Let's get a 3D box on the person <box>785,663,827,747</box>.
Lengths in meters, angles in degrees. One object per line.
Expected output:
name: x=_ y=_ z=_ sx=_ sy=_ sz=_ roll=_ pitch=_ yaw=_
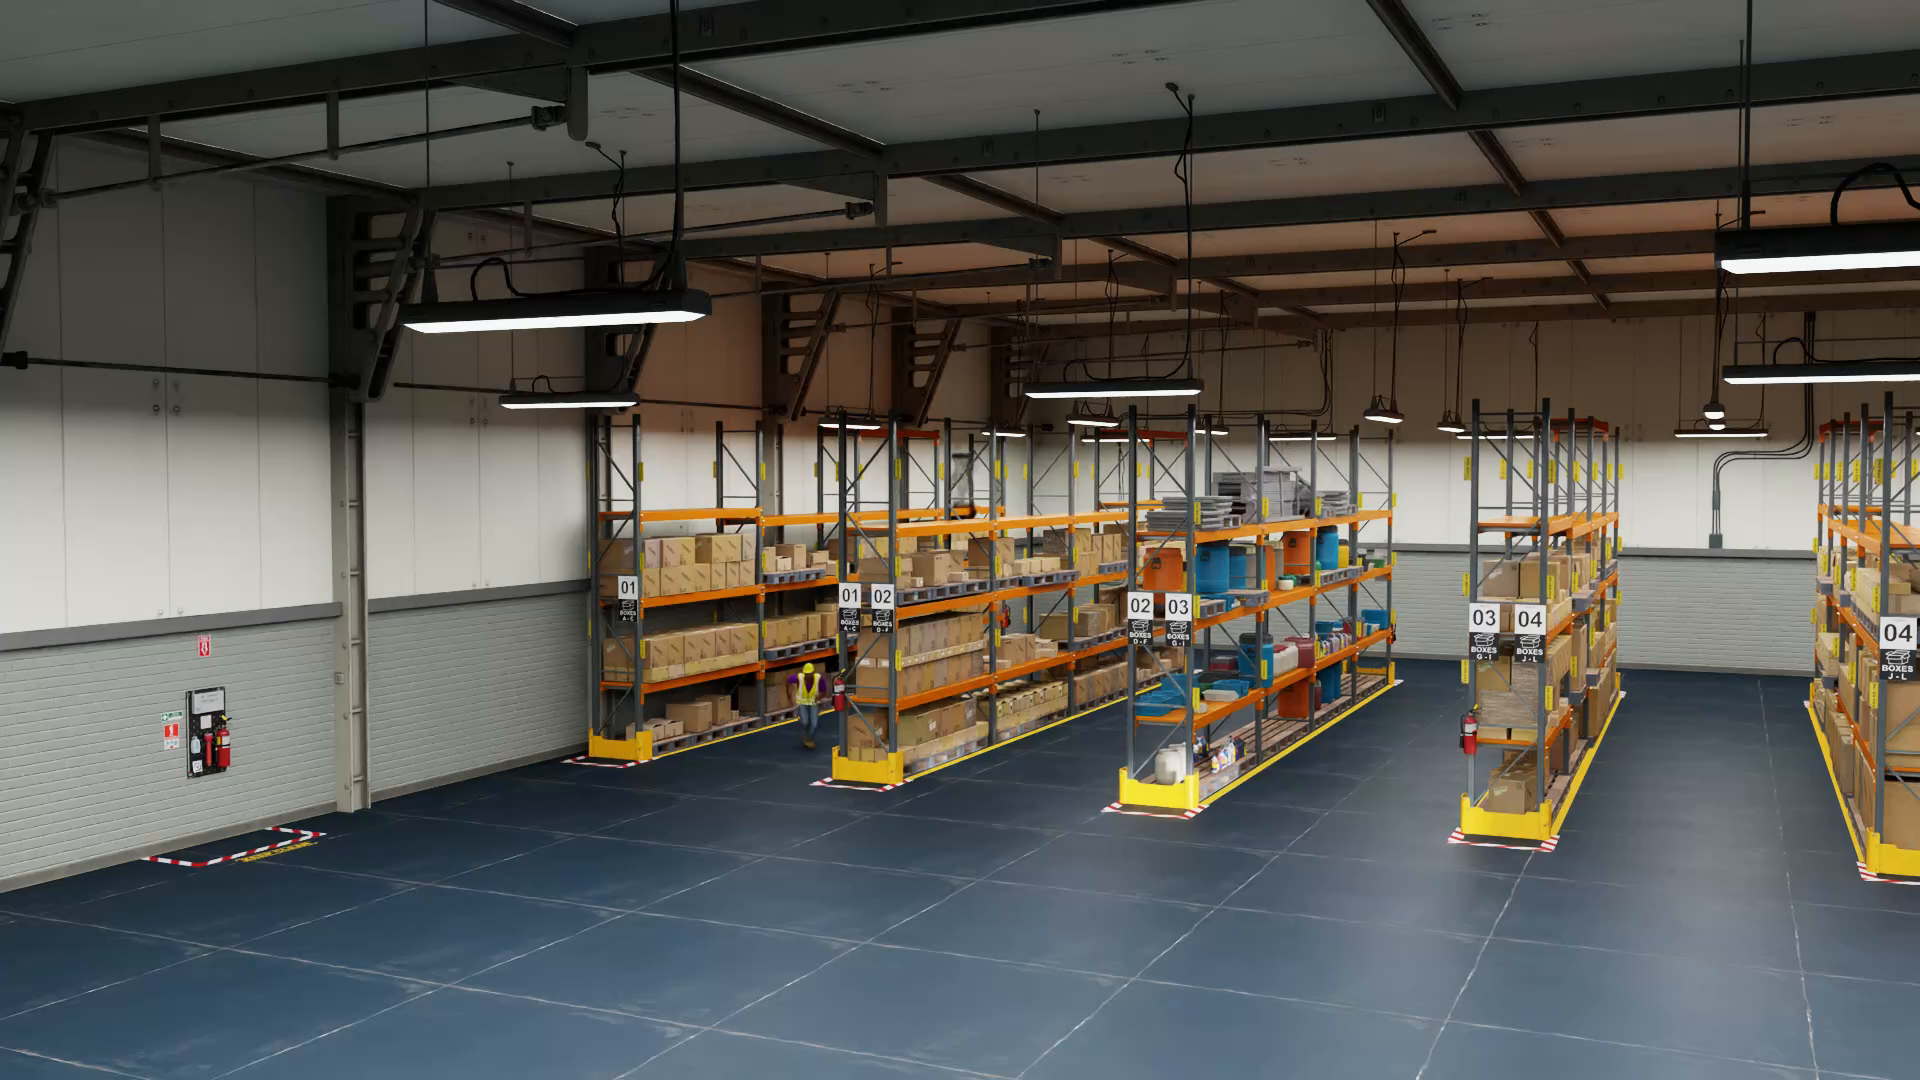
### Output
person: x=-2.773 y=2.980 z=29.936 sx=0.735 sy=1.578 sz=0.838 roll=0 pitch=2 yaw=-7
